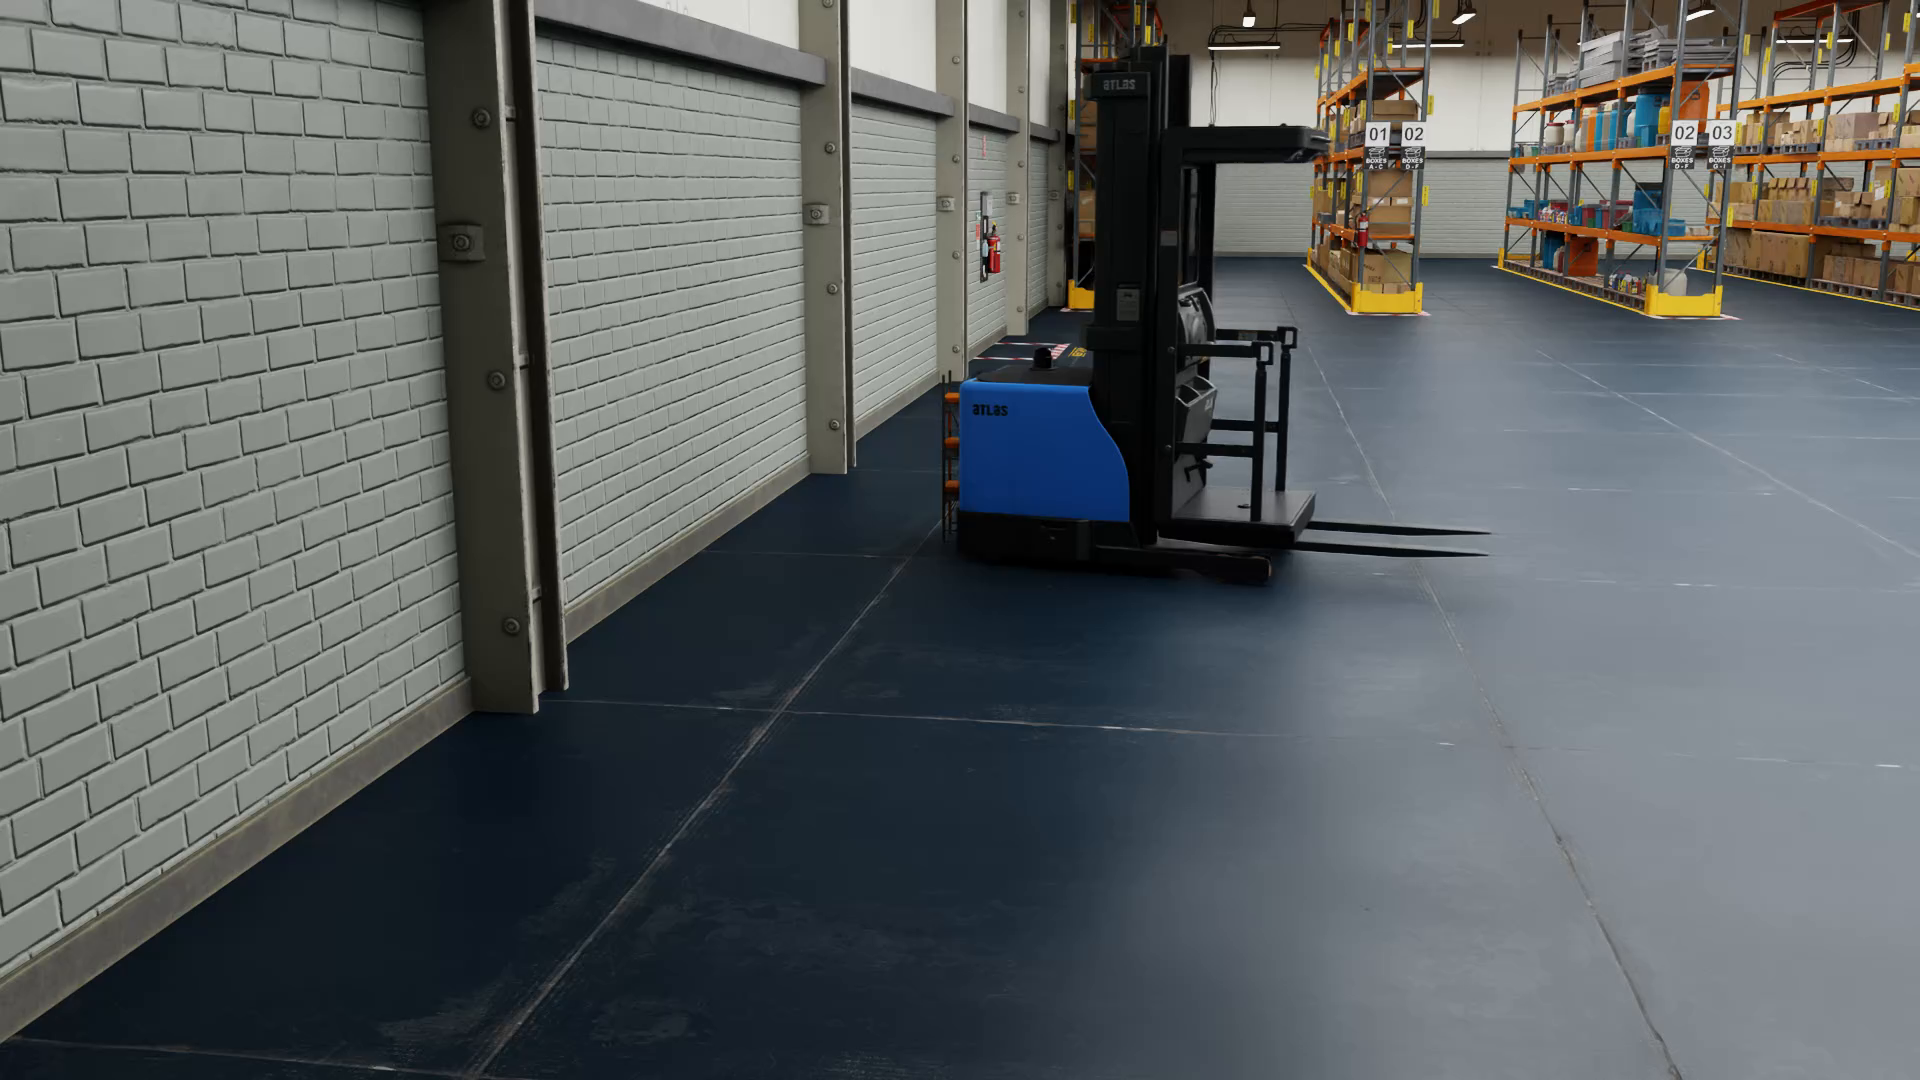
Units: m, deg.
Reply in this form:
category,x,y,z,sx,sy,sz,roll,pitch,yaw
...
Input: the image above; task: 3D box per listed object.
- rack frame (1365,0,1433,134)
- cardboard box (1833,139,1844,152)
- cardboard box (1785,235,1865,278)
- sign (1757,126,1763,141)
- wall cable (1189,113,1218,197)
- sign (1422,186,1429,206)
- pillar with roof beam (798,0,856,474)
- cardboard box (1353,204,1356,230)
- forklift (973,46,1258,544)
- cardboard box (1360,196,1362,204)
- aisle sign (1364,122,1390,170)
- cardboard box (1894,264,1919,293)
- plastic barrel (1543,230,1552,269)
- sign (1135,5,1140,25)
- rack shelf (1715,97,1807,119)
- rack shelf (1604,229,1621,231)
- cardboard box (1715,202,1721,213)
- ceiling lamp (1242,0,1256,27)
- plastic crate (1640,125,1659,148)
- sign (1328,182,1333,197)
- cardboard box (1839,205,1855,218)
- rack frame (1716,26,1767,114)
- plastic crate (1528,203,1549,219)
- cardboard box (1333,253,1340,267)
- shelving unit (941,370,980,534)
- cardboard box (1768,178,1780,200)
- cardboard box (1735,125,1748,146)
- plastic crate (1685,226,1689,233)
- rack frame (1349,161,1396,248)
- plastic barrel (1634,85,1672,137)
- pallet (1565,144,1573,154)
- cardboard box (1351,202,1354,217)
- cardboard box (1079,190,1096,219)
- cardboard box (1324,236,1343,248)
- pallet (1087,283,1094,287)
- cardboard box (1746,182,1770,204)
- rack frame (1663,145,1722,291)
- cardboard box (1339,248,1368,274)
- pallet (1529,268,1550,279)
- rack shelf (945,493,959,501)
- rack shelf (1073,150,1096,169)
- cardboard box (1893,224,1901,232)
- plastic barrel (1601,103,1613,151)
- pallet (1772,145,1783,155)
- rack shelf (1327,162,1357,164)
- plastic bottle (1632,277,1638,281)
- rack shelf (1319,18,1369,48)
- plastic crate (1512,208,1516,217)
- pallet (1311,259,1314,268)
category,x,y,z,sx,sy,sz,roll,pitch,yaw
rack frame,7.401,-8.369,27.967,1.000,3.000,0.127,2,12,9
cardboard box,18.016,-7.977,33.622,0.500,0.250,0.500,2,12,10
cardboard box,18.546,-6.090,35.676,1.225,0.875,0.875,1,12,6
sign,18.486,-9.388,38.400,0.100,0.325,0.005,2,12,9
wall cable,6.189,-11.507,49.900,3.097,2.526,0.112,2,12,9
sign,7.948,-5.879,28.410,0.100,0.325,0.005,2,12,9
pillar with roof beam,3.244,-4.816,11.480,9.100,9.000,0.400,2,12,9
cardboard box,7.954,-6.225,32.023,0.700,0.500,0.500,2,12,7
forklift,18.660,-5.257,27.396,23.890,3.159,46.598,4,13,18
cardboard box,7.469,-6.158,30.169,0.380,0.149,0.250,2,12,10
aisle sign,7.101,-6.703,28.306,0.394,0.787,0.004,2,12,9
cardboard box,17.703,-4.849,30.808,0.500,0.500,0.500,1,12,7
plastic barrel,14.040,-6.840,39.096,0.600,0.901,0.708,2,12,9
sign,3.042,-9.006,28.520,0.100,0.325,0.005,2,12,9
rack shelf,19.342,-10.414,40.115,1.077,0.370,4.000,2,12,9
rack shelf,13.217,-6.303,33.694,0.919,0.052,3.809,2,12,9
cardboard box,19.235,-8.318,41.619,0.500,0.250,0.500,2,12,8
ceiling lamp,6.995,-13.616,38.456,0.800,3.185,2.000,2,12,9
plastic crate,12.290,-7.140,29.424,0.392,0.384,0.575,2,12,9
sign,8.094,-7.645,36.285,0.100,0.325,0.005,2,12,9
cardboard box,17.934,-6.570,33.221,0.500,0.250,0.500,2,12,7
rack frame,19.649,-11.378,41.929,1.000,3.000,0.127,2,12,9
plastic crate,13.875,-7.903,39.939,0.392,0.384,0.575,2,12,9
cardboard box,8.029,-5.815,34.553,0.500,0.311,0.500,2,12,8
shelving unit,0.008,-0.525,10.436,0.215,1.050,0.249,2,12,9
cardboard box,18.944,-8.019,37.963,0.797,0.503,0.637,2,12,7
cardboard box,19.385,-9.882,40.637,0.700,0.500,0.500,1,12,5
plastic crate,12.910,-5.633,30.136,0.530,0.136,0.437,2,12,9
rack frame,8.013,-6.269,32.463,0.949,2.616,0.053,2,12,9
plastic barrel,12.651,-7.821,30.356,0.600,0.901,0.708,2,12,9
pallet,13.739,-8.470,36.006,1.003,0.211,1.213,2,12,9
cardboard box,8.308,-6.691,34.184,0.500,0.500,0.500,2,12,9
cardboard box,2.368,-6.004,29.762,0.500,0.500,0.500,2,12,8
cardboard box,8.701,-6.889,38.447,0.500,0.250,0.500,2,12,8
pallet,3.052,-4.925,32.844,1.003,0.211,1.213,2,12,9
cardboard box,18.841,-8.156,39.087,0.500,0.500,0.500,2,12,10
rack frame,12.298,-5.275,27.850,0.949,2.616,0.053,2,12,9
cardboard box,7.635,-5.410,32.228,0.500,0.500,0.500,2,12,9
pallet,13.980,-6.251,38.996,1.003,0.211,1.213,2,12,9
rack shelf,0.008,-0.291,10.485,0.166,0.050,0.221,2,12,9
rack shelf,2.813,-7.127,31.032,1.077,0.370,4.000,2,12,9
cardboard box,17.422,-5.738,30.594,0.380,0.149,0.250,2,12,9
plastic barrel,12.874,-8.068,32.501,0.600,0.901,0.600,0,12,0
pallet,18.942,-8.793,37.508,0.805,0.209,1.217,1,12,6
rack shelf,9.554,-9.561,41.861,0.919,0.124,3.809,2,12,9
plastic bottle,12.432,-4.709,30.647,0.152,0.276,0.135,2,12,9
rack shelf,9.554,-12.556,41.216,1.077,0.370,4.000,2,12,9
plastic crate,14.291,-8.375,42.492,0.416,0.233,0.300,2,12,9
pallet,9.728,-7.222,43.504,1.003,0.211,1.213,2,12,9
